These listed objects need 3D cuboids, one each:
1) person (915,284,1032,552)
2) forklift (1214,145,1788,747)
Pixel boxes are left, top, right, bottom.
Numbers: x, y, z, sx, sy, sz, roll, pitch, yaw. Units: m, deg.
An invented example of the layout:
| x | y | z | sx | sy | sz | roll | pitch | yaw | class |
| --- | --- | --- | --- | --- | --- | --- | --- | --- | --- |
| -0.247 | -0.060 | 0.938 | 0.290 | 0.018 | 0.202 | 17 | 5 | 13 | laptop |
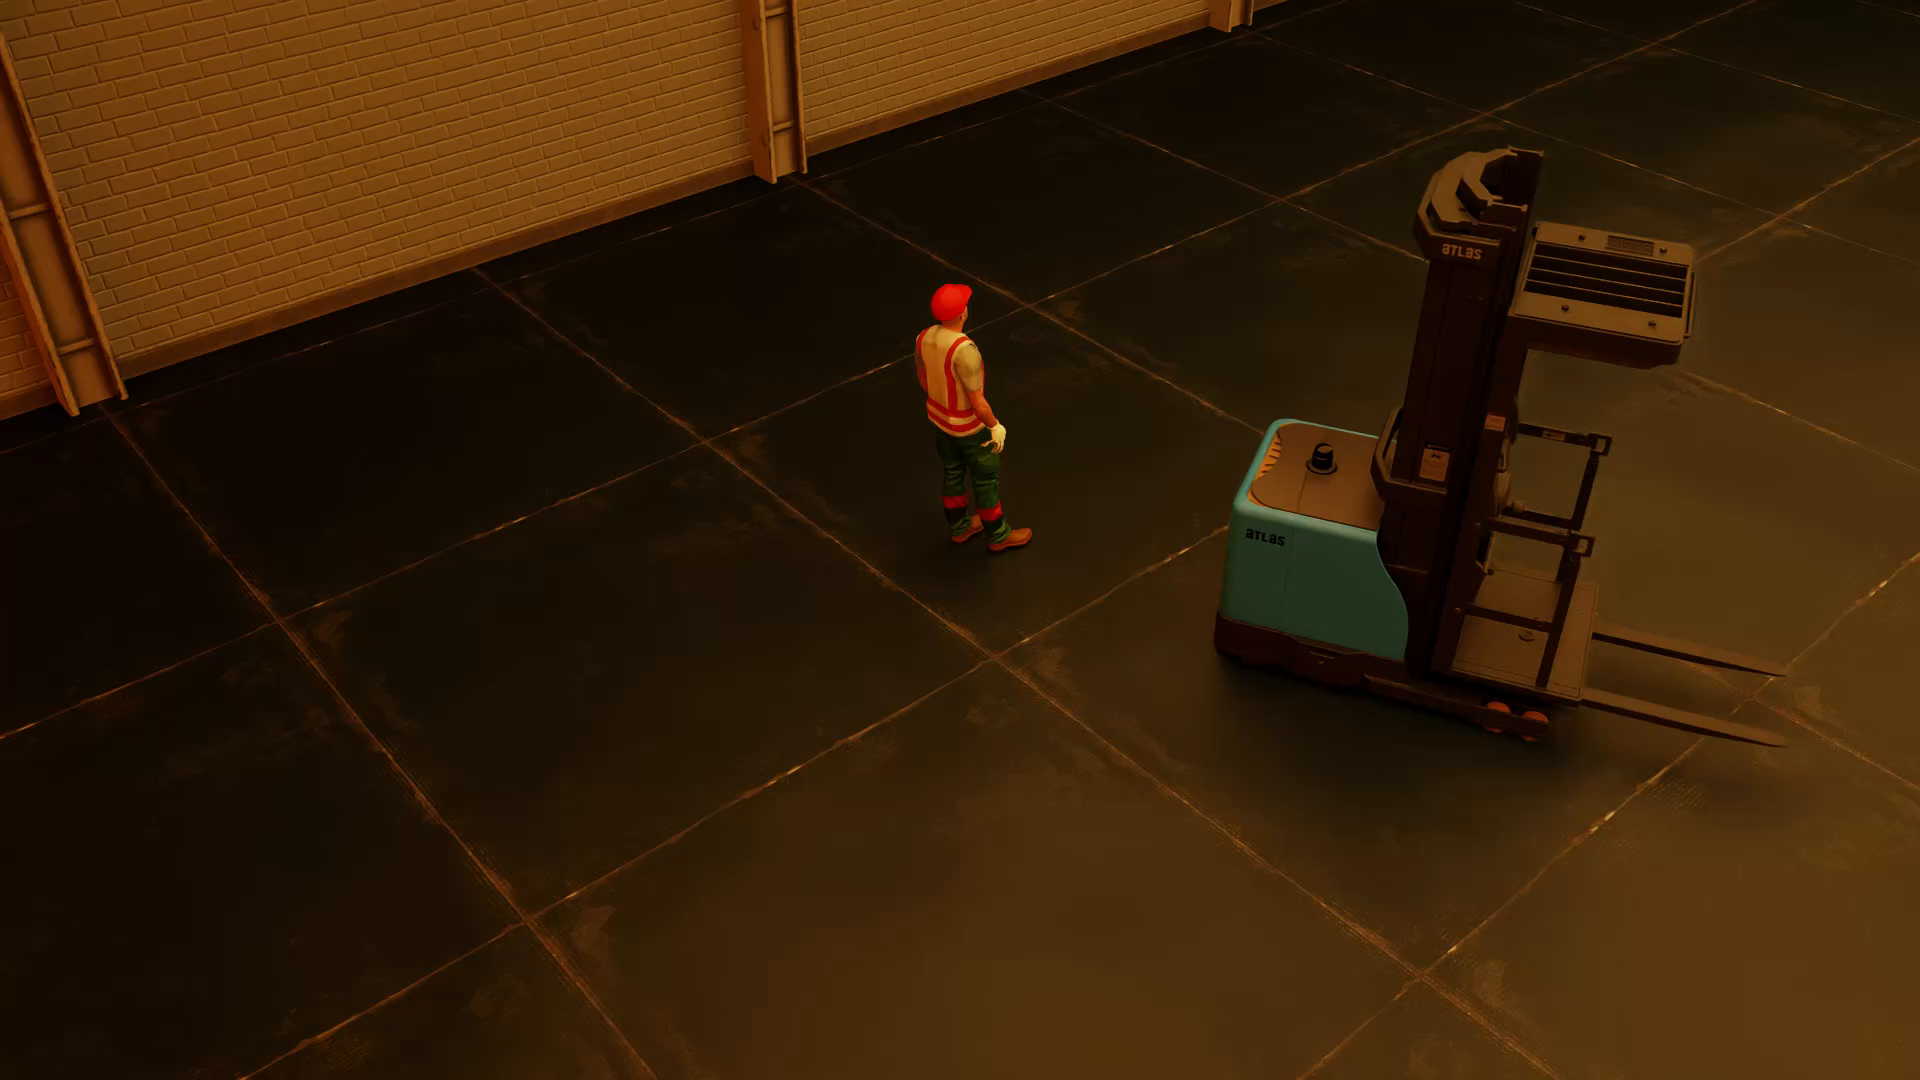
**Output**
| x | y | z | sx | sy | sz | roll | pitch | yaw | class |
| --- | --- | --- | --- | --- | --- | --- | --- | --- | --- |
| 0.069 | -0.752 | 10.000 | 0.564 | 1.787 | 0.637 | -27 | 44 | -32 | person |
| 3.030 | -0.448 | 8.634 | 3.031 | 2.935 | 1.130 | 14 | 38 | 18 | forklift |
